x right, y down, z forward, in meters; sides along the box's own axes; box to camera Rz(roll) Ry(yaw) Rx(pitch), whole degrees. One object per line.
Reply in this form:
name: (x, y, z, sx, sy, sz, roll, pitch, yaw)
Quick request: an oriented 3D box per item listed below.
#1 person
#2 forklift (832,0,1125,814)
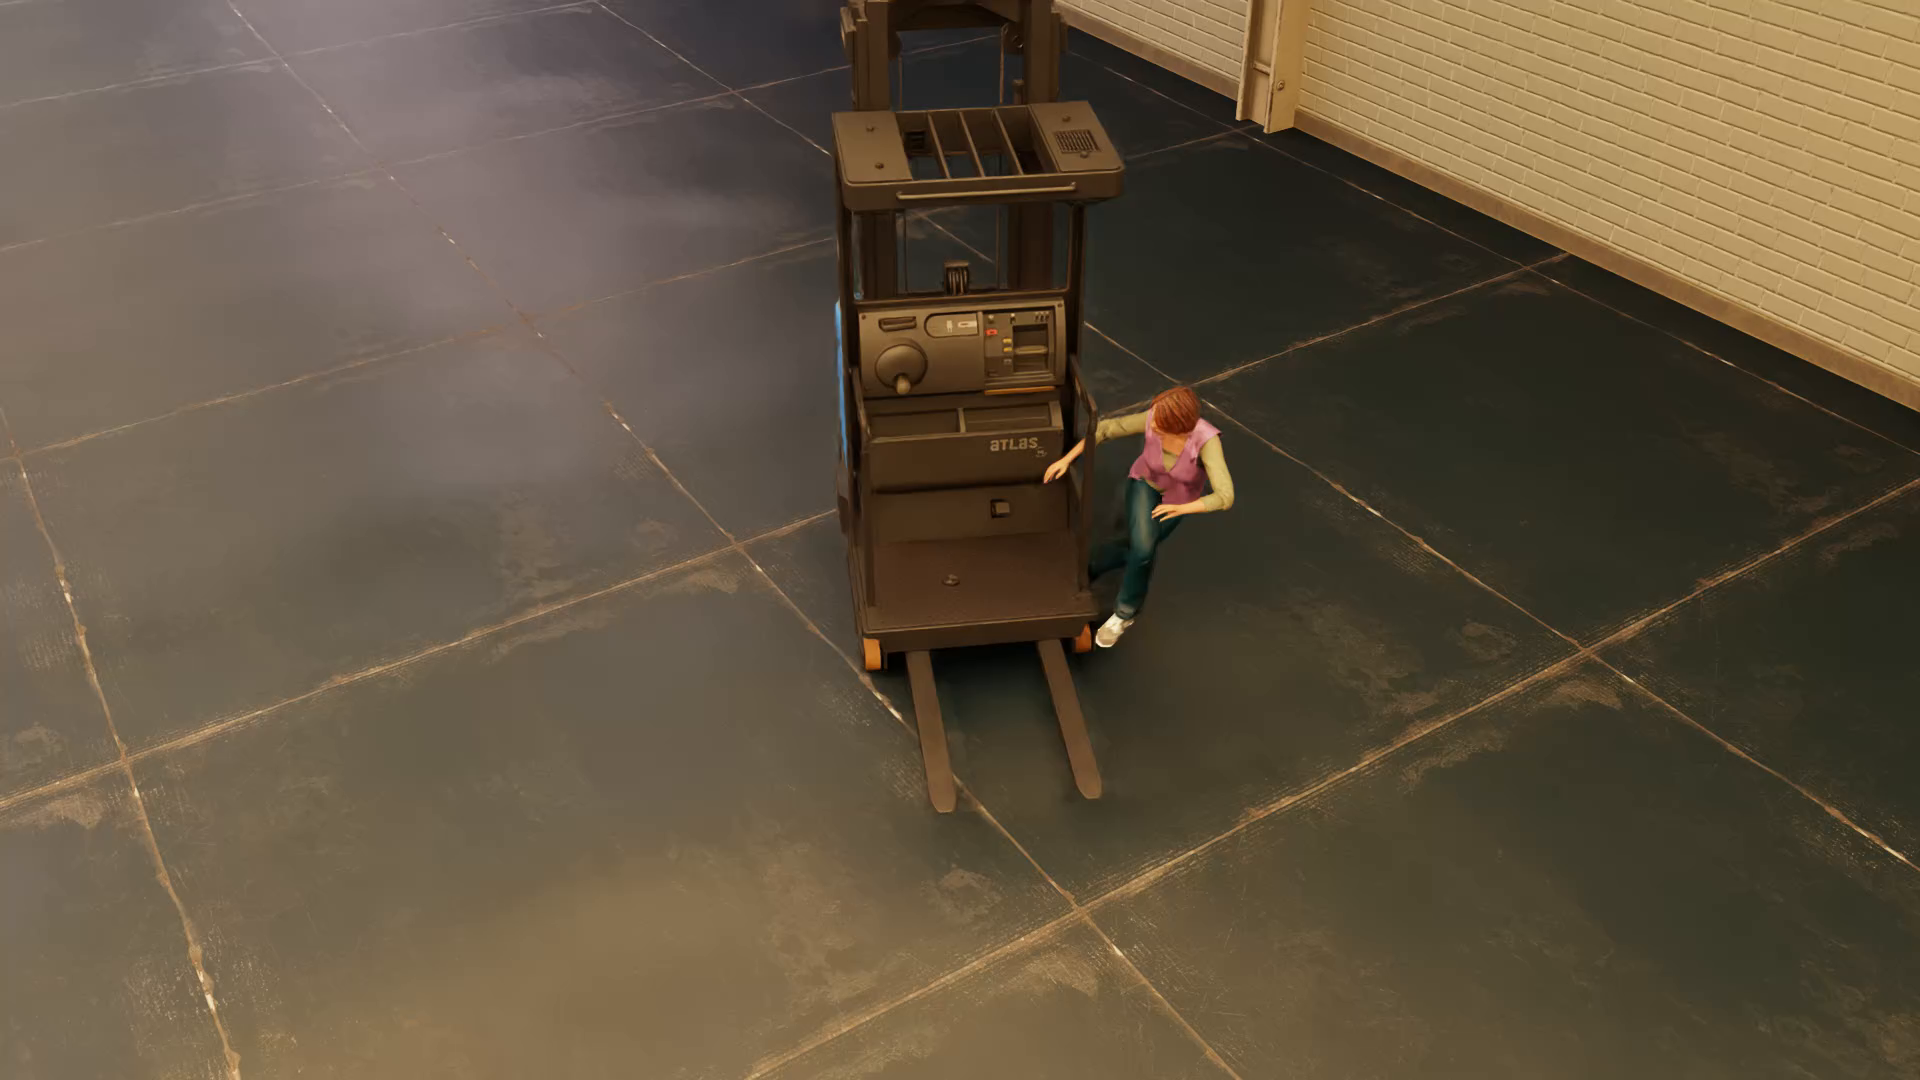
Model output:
person: (0.787, -0.118, 7.421, 0.848, 1.353, 0.821, 6, 36, 9)
forklift: (0.045, -0.800, 7.286, 1.130, 2.935, 3.031, -4, 35, -6)
